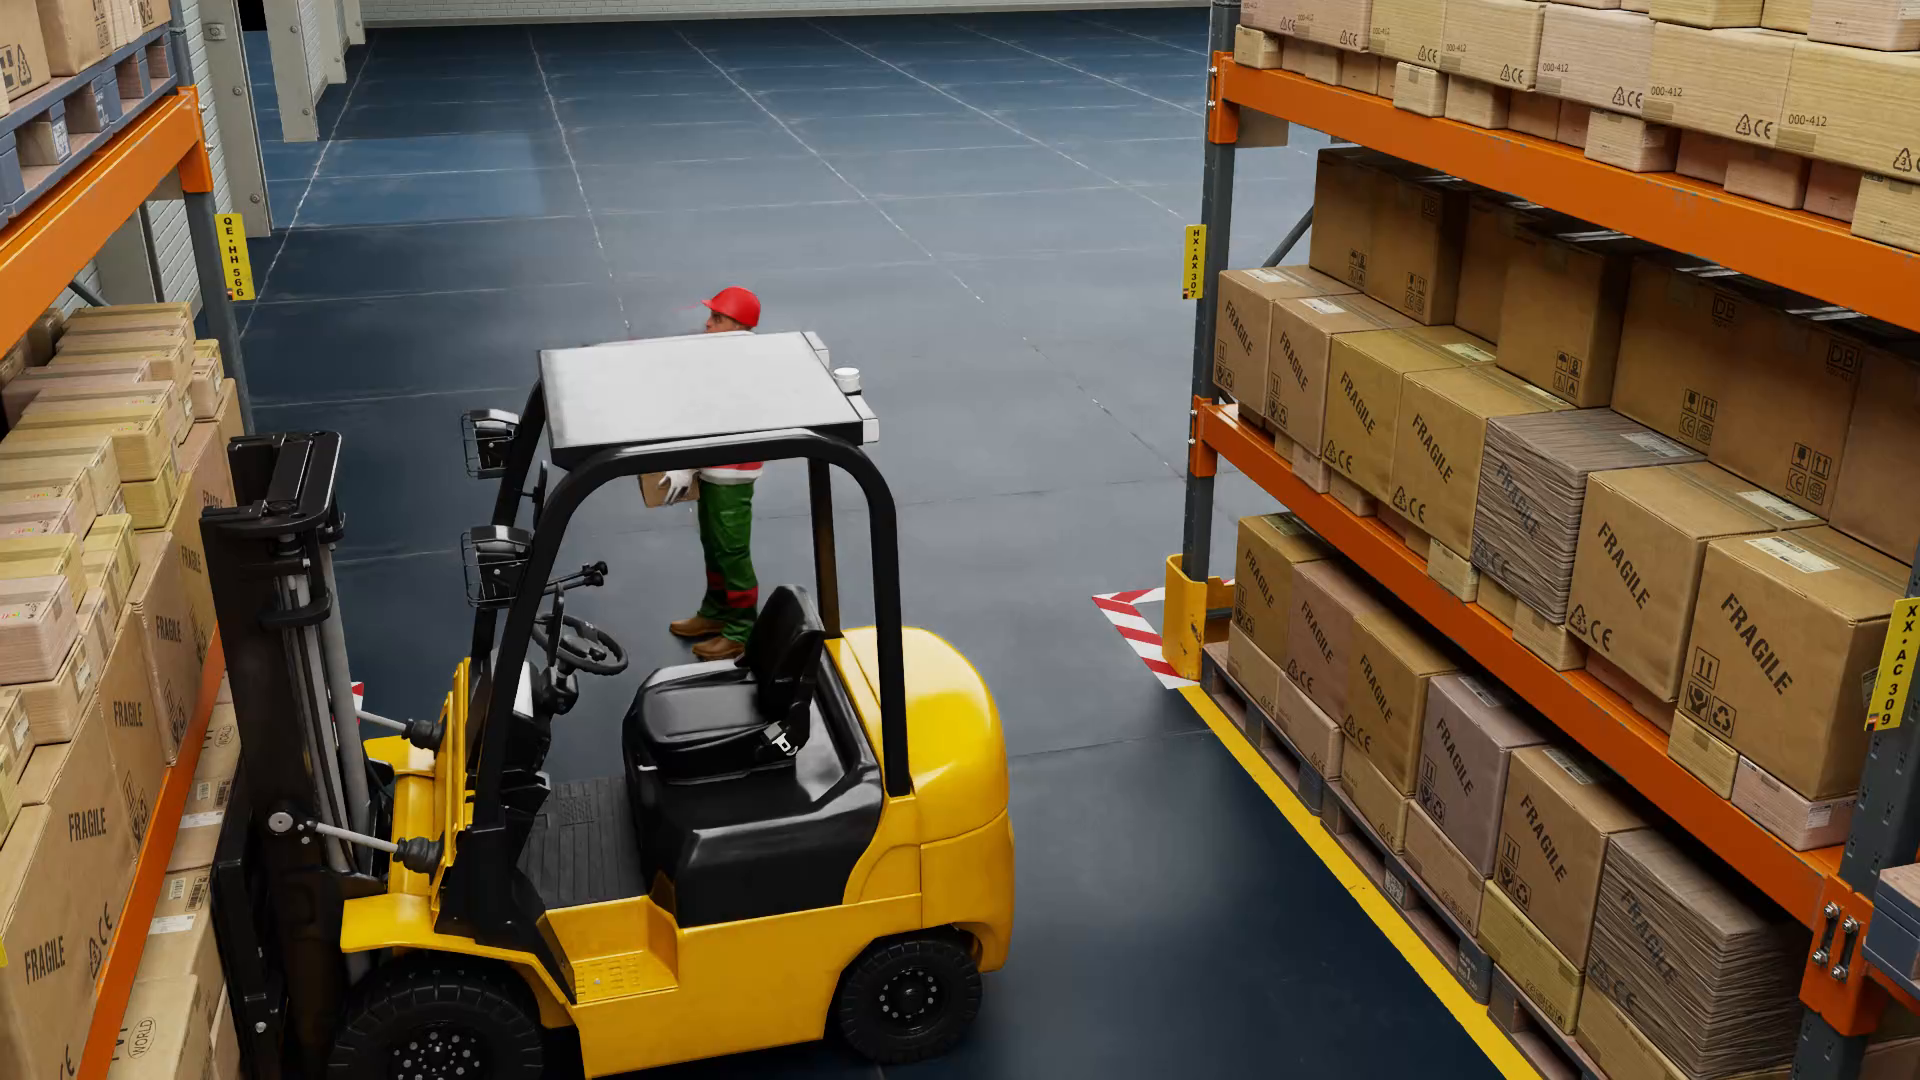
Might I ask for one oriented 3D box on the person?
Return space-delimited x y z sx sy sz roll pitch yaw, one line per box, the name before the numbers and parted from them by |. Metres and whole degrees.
person | -1.159 -0.304 7.783 0.526 1.793 0.533 -6 23 -14
